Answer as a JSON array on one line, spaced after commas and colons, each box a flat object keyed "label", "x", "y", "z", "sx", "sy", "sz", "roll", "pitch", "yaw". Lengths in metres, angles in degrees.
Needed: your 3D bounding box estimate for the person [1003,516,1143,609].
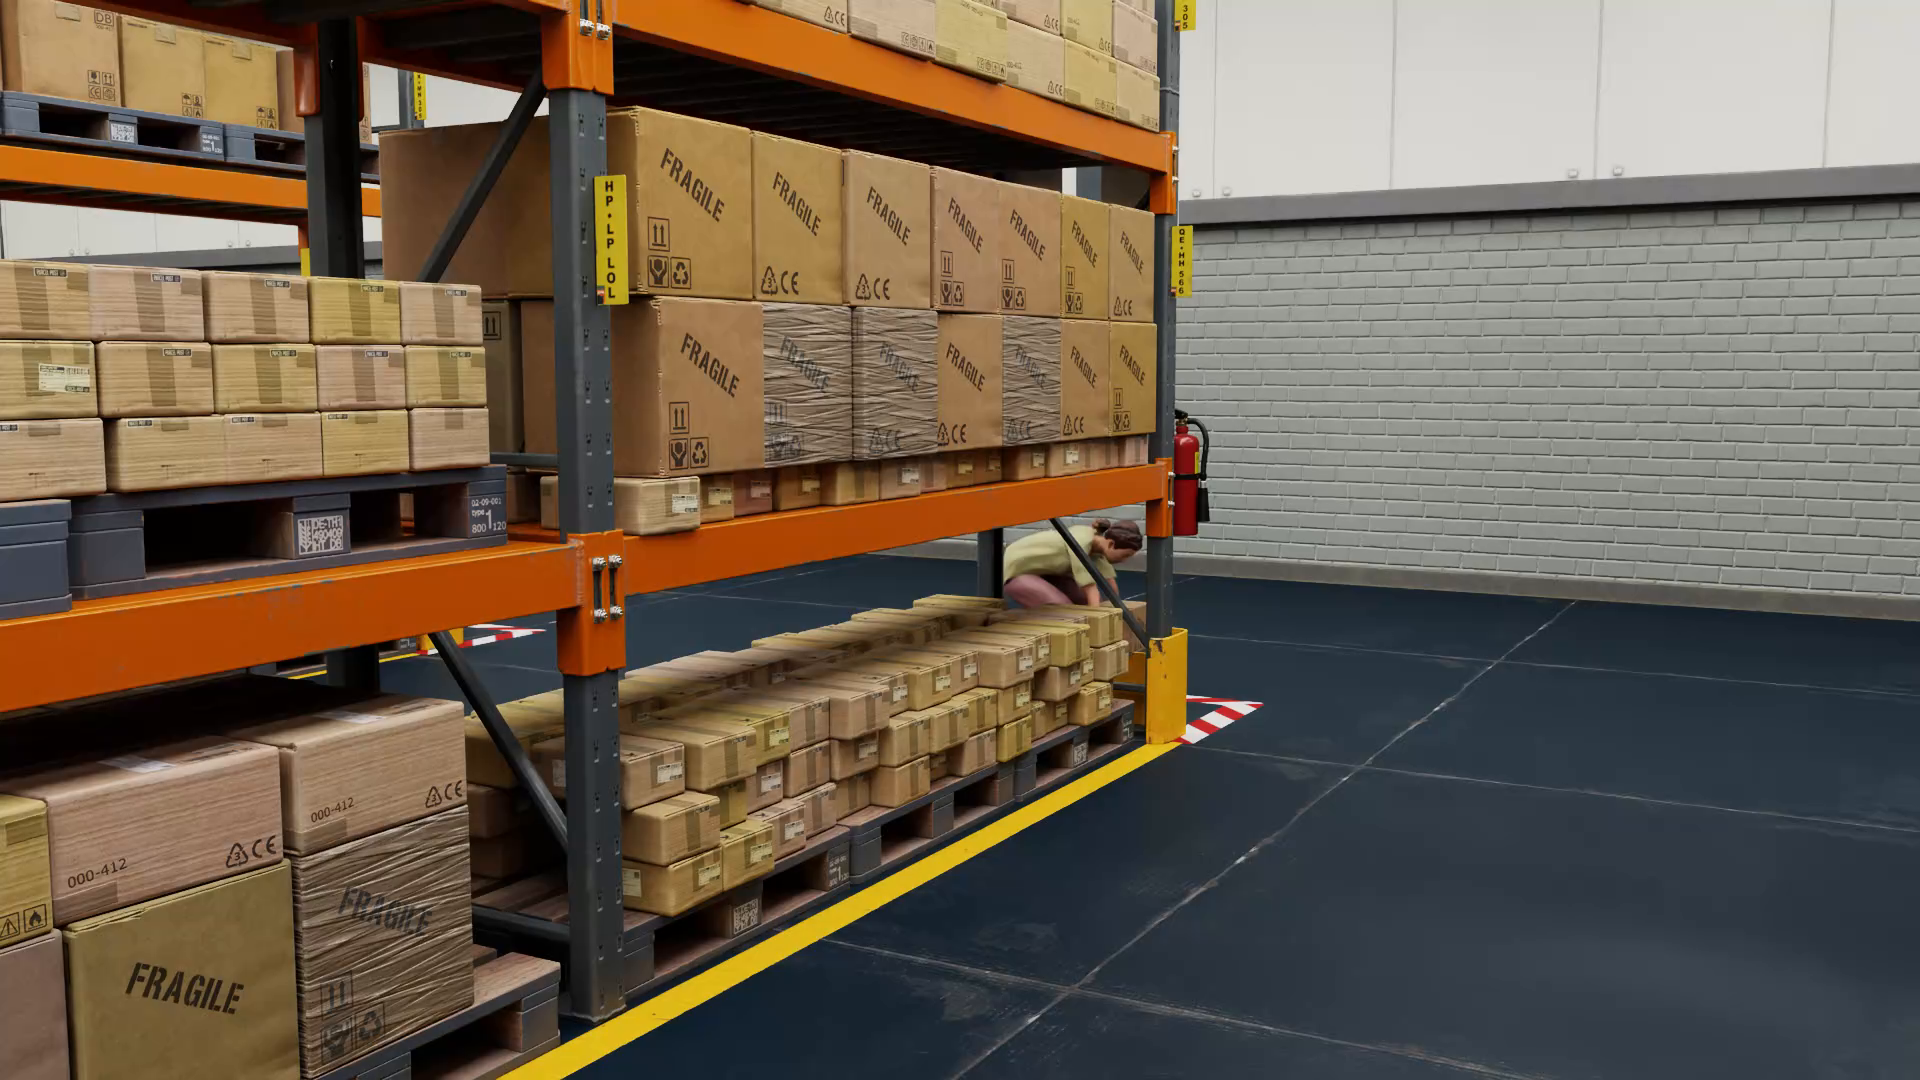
[{"label": "person", "x": 0.609, "y": 0.322, "z": 9.320, "sx": 0.846, "sy": 0.935, "sz": 0.459, "roll": 3, "pitch": 7, "yaw": 27}]
